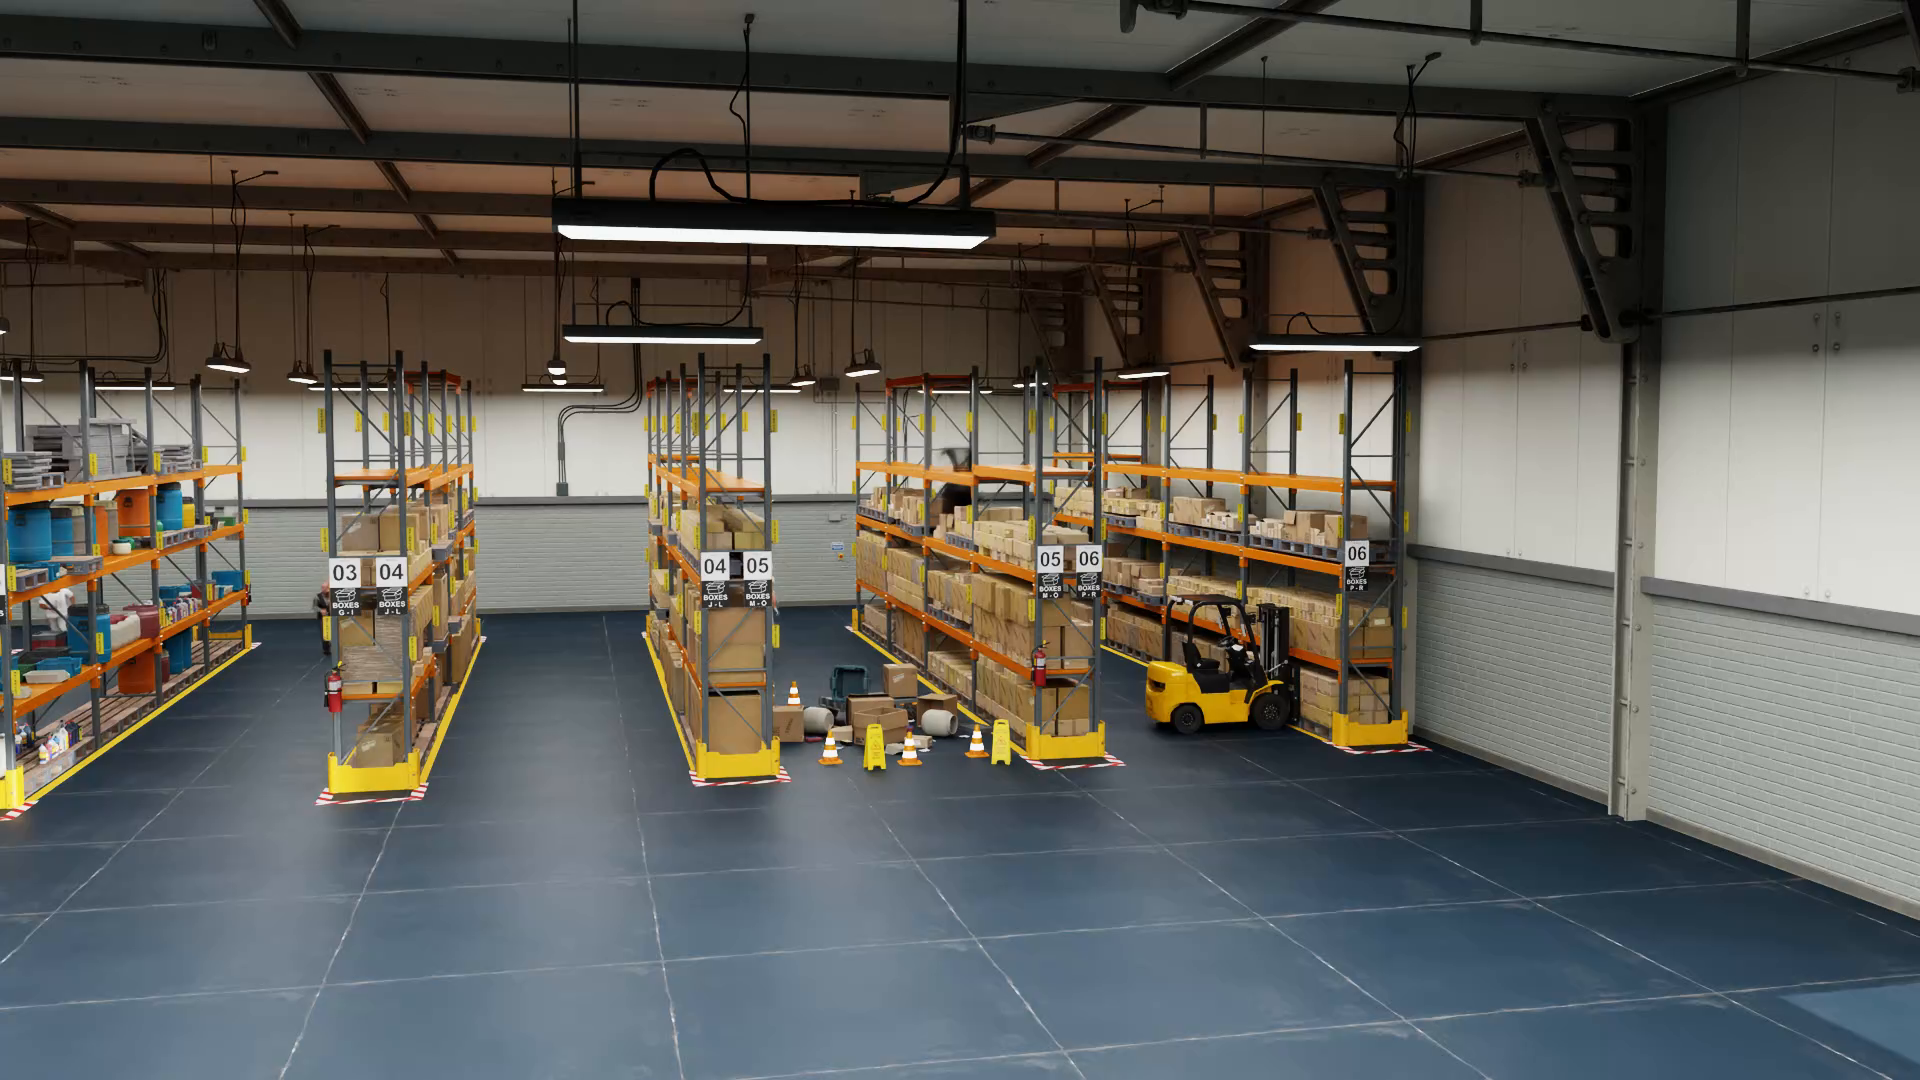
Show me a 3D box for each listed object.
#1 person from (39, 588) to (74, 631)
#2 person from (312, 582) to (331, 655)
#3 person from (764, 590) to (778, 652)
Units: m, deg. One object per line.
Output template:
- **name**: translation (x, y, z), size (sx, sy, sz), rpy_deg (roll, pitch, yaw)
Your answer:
- **person**: translation (-19.415, 1.654, 35.750), size (0.637, 1.777, 0.681), rpy_deg (-1, 4, -20)
- **person**: translation (-13.599, 1.706, 35.799), size (0.658, 1.615, 0.839), rpy_deg (-2, 4, -24)
- **person**: translation (-4.336, 1.671, 36.355), size (0.695, 1.600, 1.110), rpy_deg (0, 4, -2)
